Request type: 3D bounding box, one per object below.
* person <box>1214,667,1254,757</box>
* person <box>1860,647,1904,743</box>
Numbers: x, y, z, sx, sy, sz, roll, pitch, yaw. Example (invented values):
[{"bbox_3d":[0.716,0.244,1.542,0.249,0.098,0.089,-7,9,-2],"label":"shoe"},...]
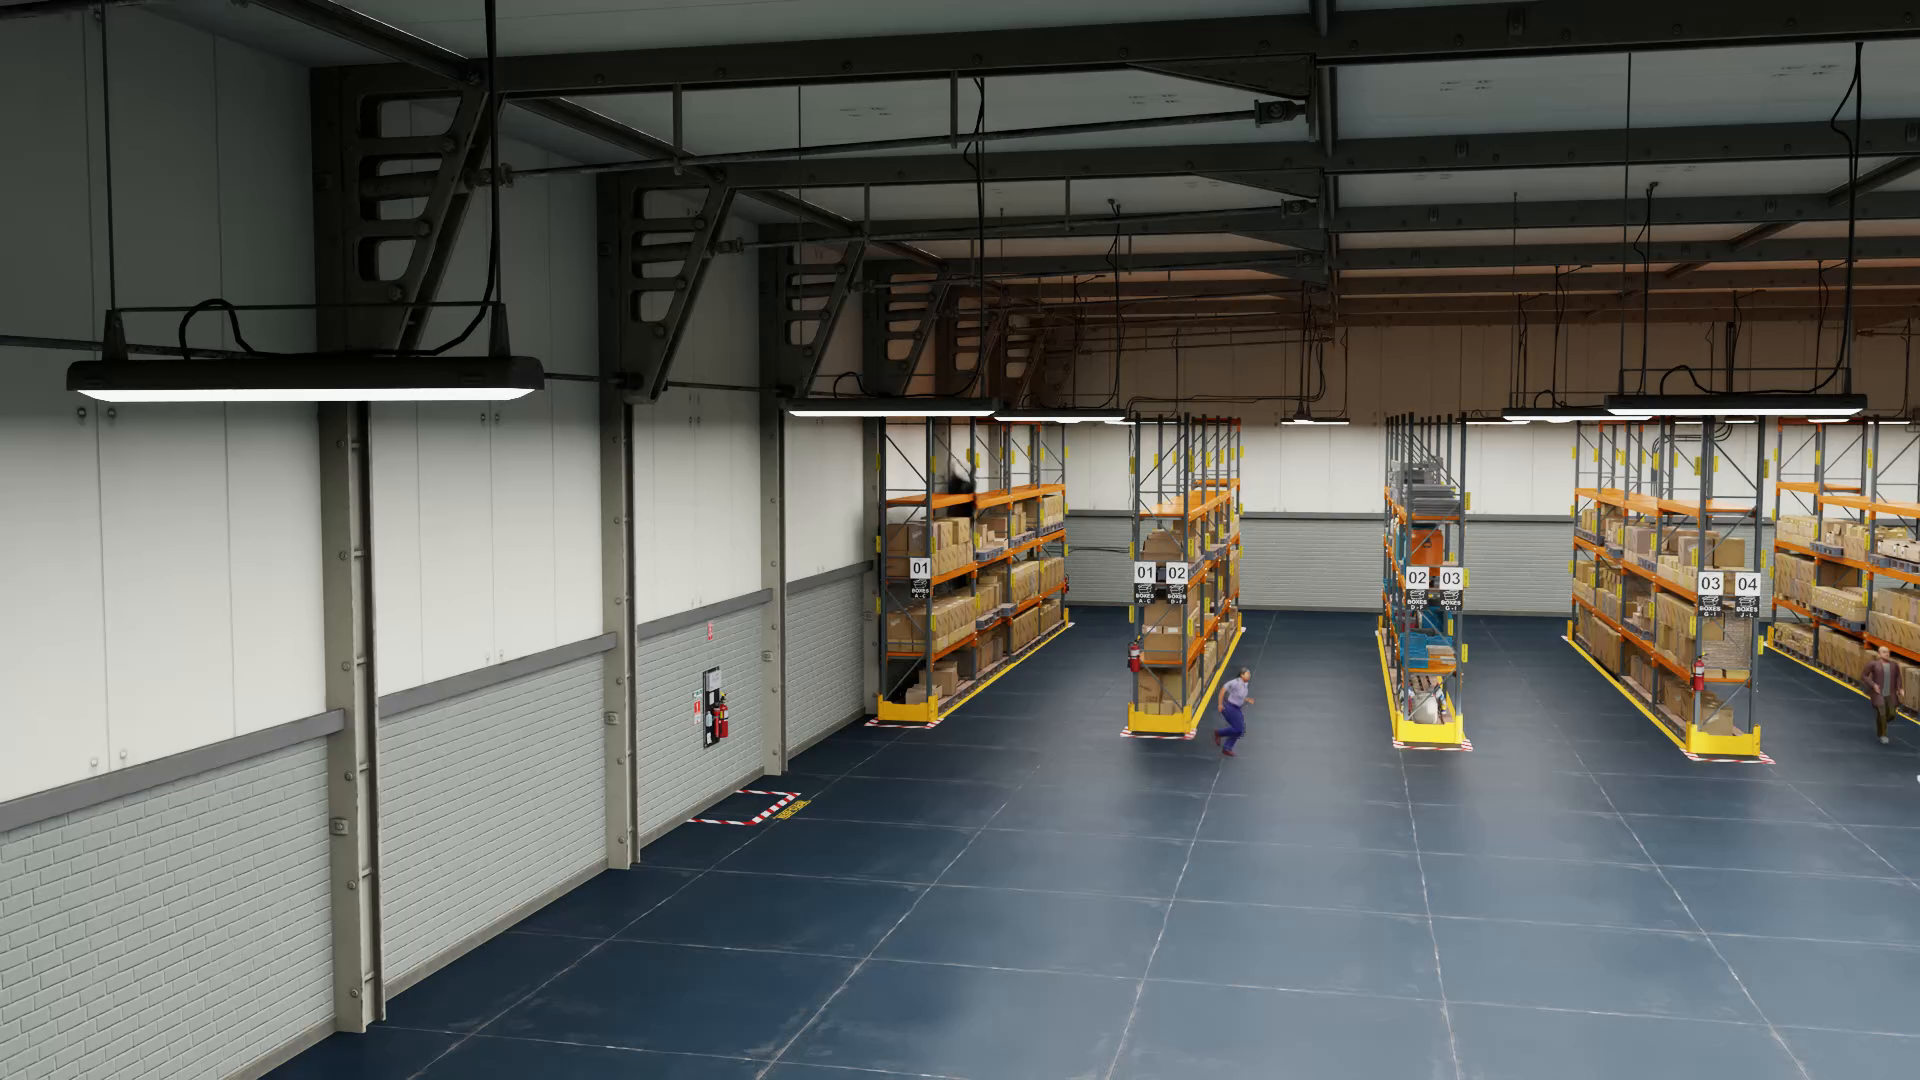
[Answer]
[{"bbox_3d":[4.789,3.001,28.994,0.686,1.564,0.595,2,4,28],"label":"person"},{"bbox_3d":[16.840,2.810,30.386,0.712,1.739,0.653,0,4,7],"label":"person"}]
